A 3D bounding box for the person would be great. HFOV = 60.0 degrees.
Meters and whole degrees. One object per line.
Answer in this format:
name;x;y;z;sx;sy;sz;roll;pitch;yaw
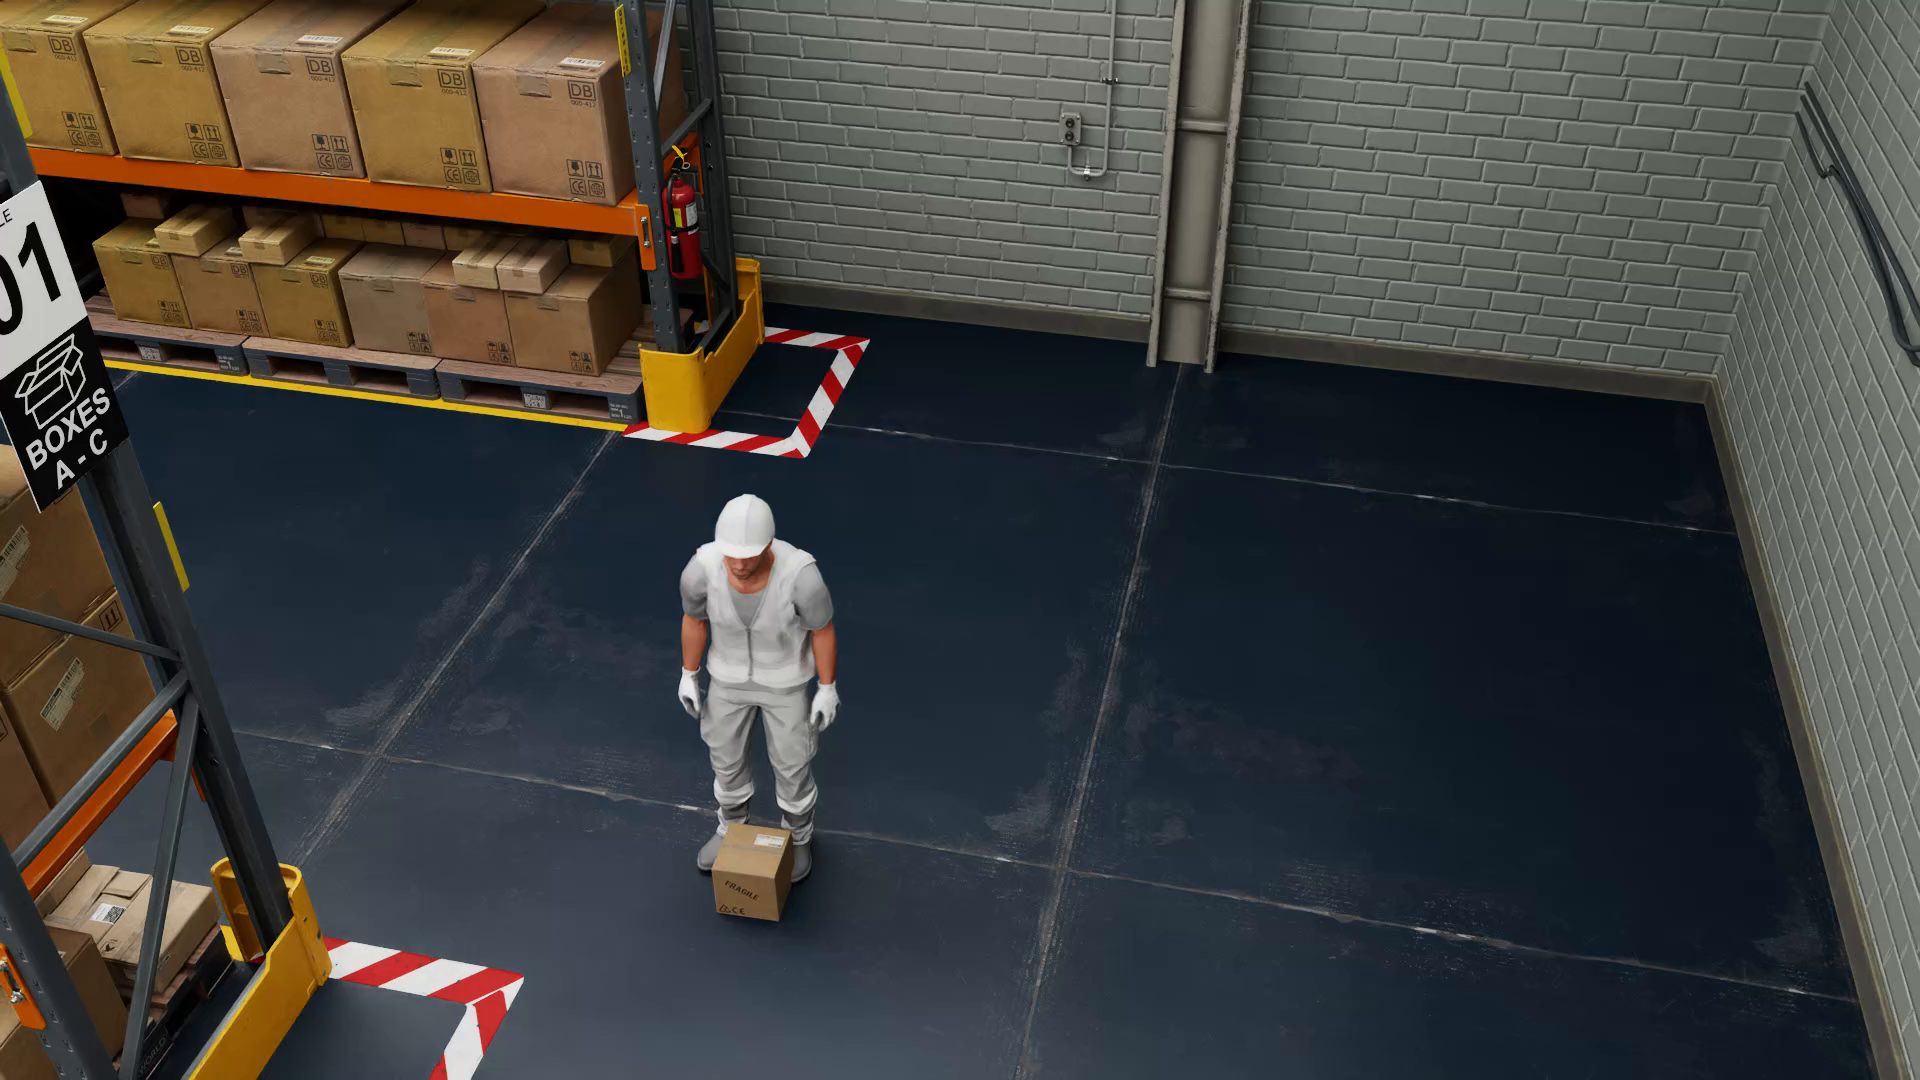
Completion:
person;-0.750;0.547;6.208;0.617;1.778;0.453;5;37;7
